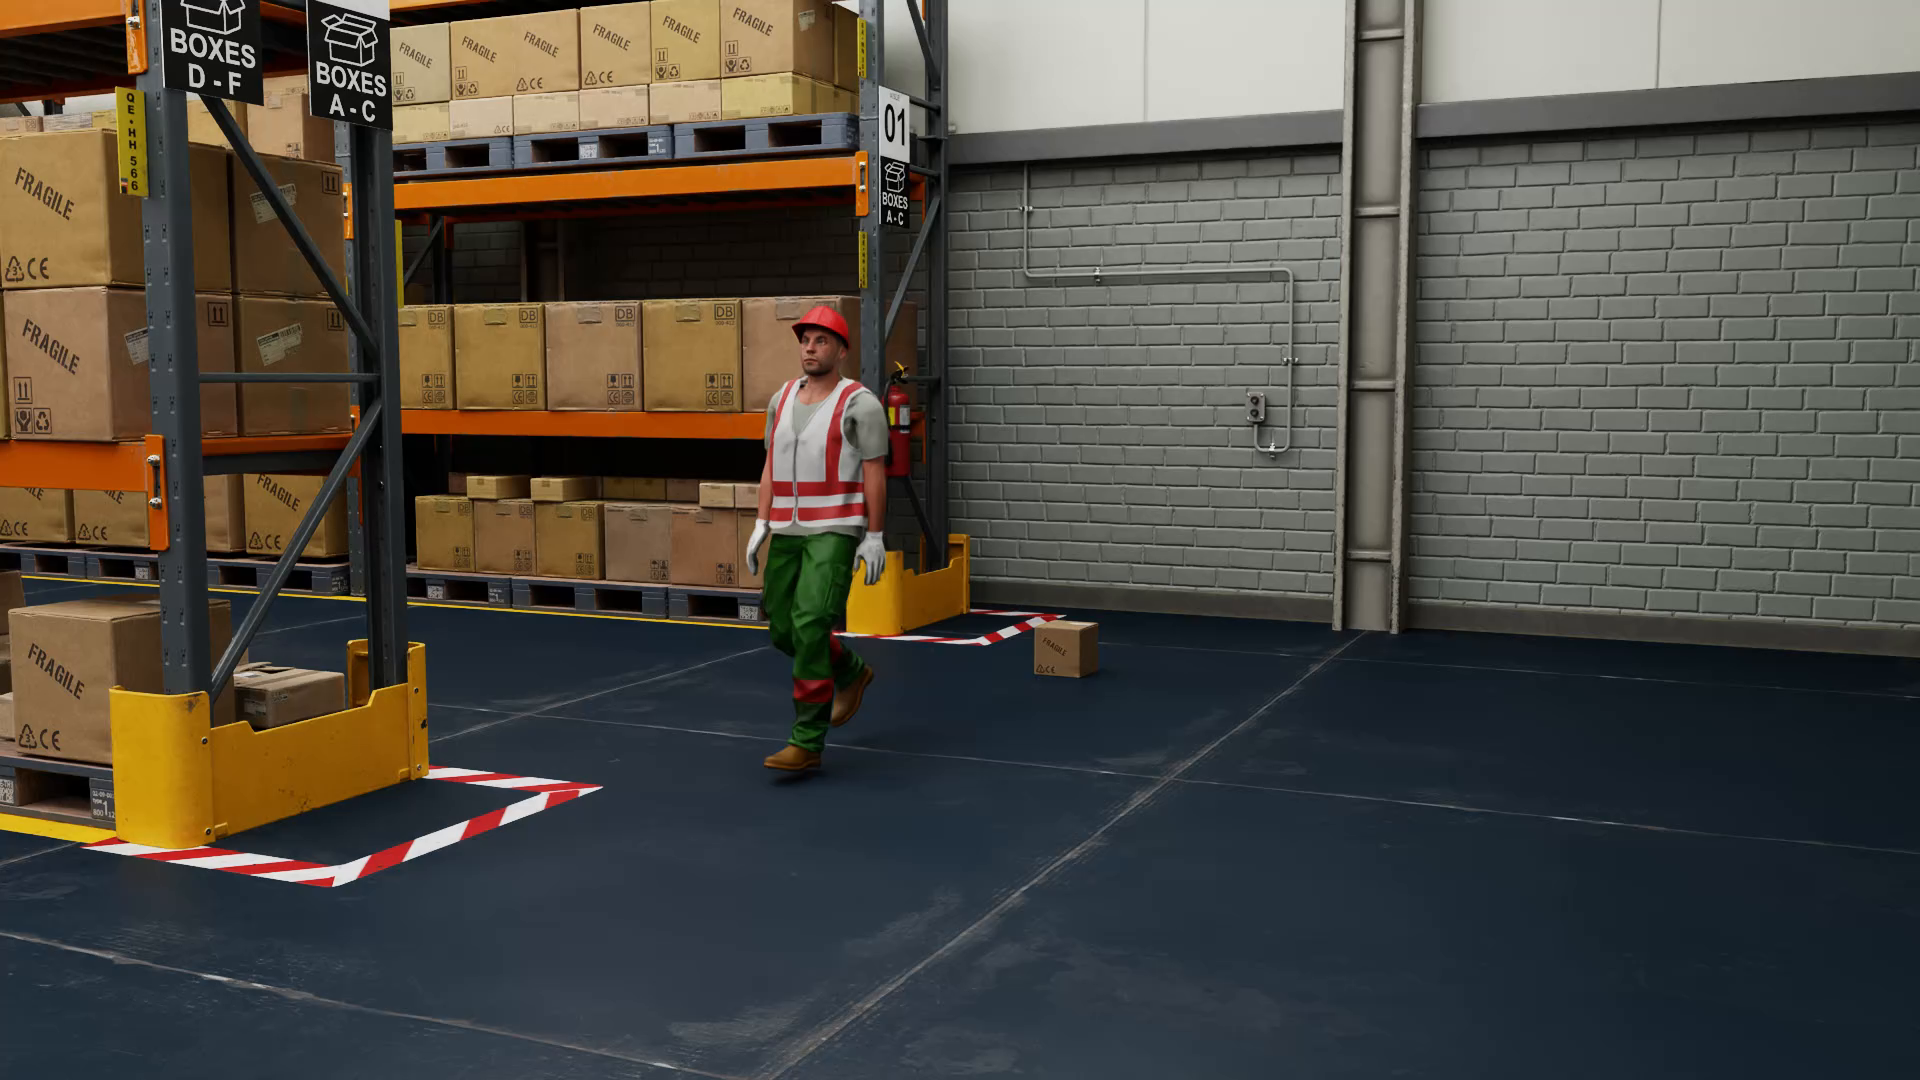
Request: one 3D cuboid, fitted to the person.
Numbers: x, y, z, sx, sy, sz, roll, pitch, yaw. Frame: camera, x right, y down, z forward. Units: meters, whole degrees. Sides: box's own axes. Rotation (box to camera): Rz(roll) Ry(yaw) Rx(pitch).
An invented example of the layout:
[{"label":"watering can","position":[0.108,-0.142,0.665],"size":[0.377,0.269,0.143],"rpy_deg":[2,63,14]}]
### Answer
[{"label":"person","position":[-0.538,-0.026,6.488],"size":[0.541,1.761,0.864],"rpy_deg":[3,6,32]}]
